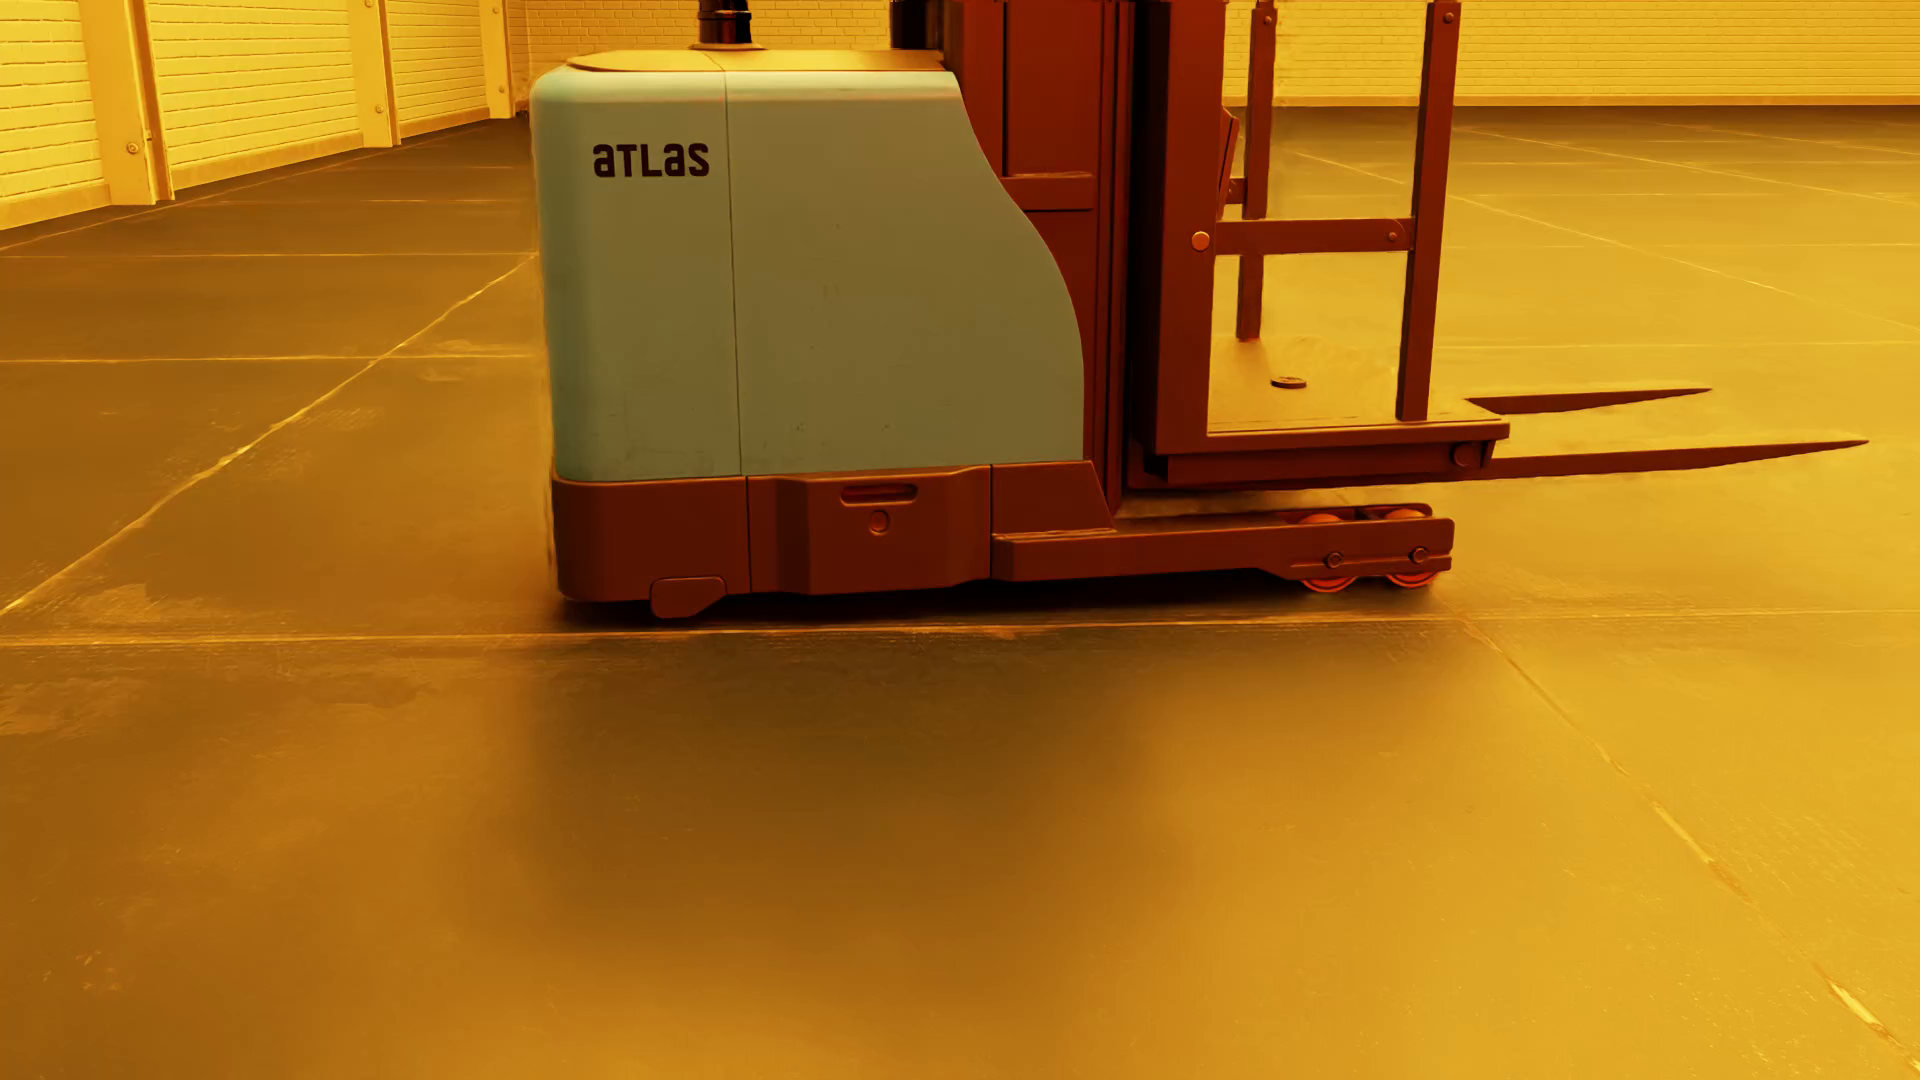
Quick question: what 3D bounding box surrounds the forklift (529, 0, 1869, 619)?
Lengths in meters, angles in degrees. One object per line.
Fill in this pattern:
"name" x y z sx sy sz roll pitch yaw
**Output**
"forklift" 0.600 -1.438 3.608 3.031 2.935 1.130 -3 17 -10
